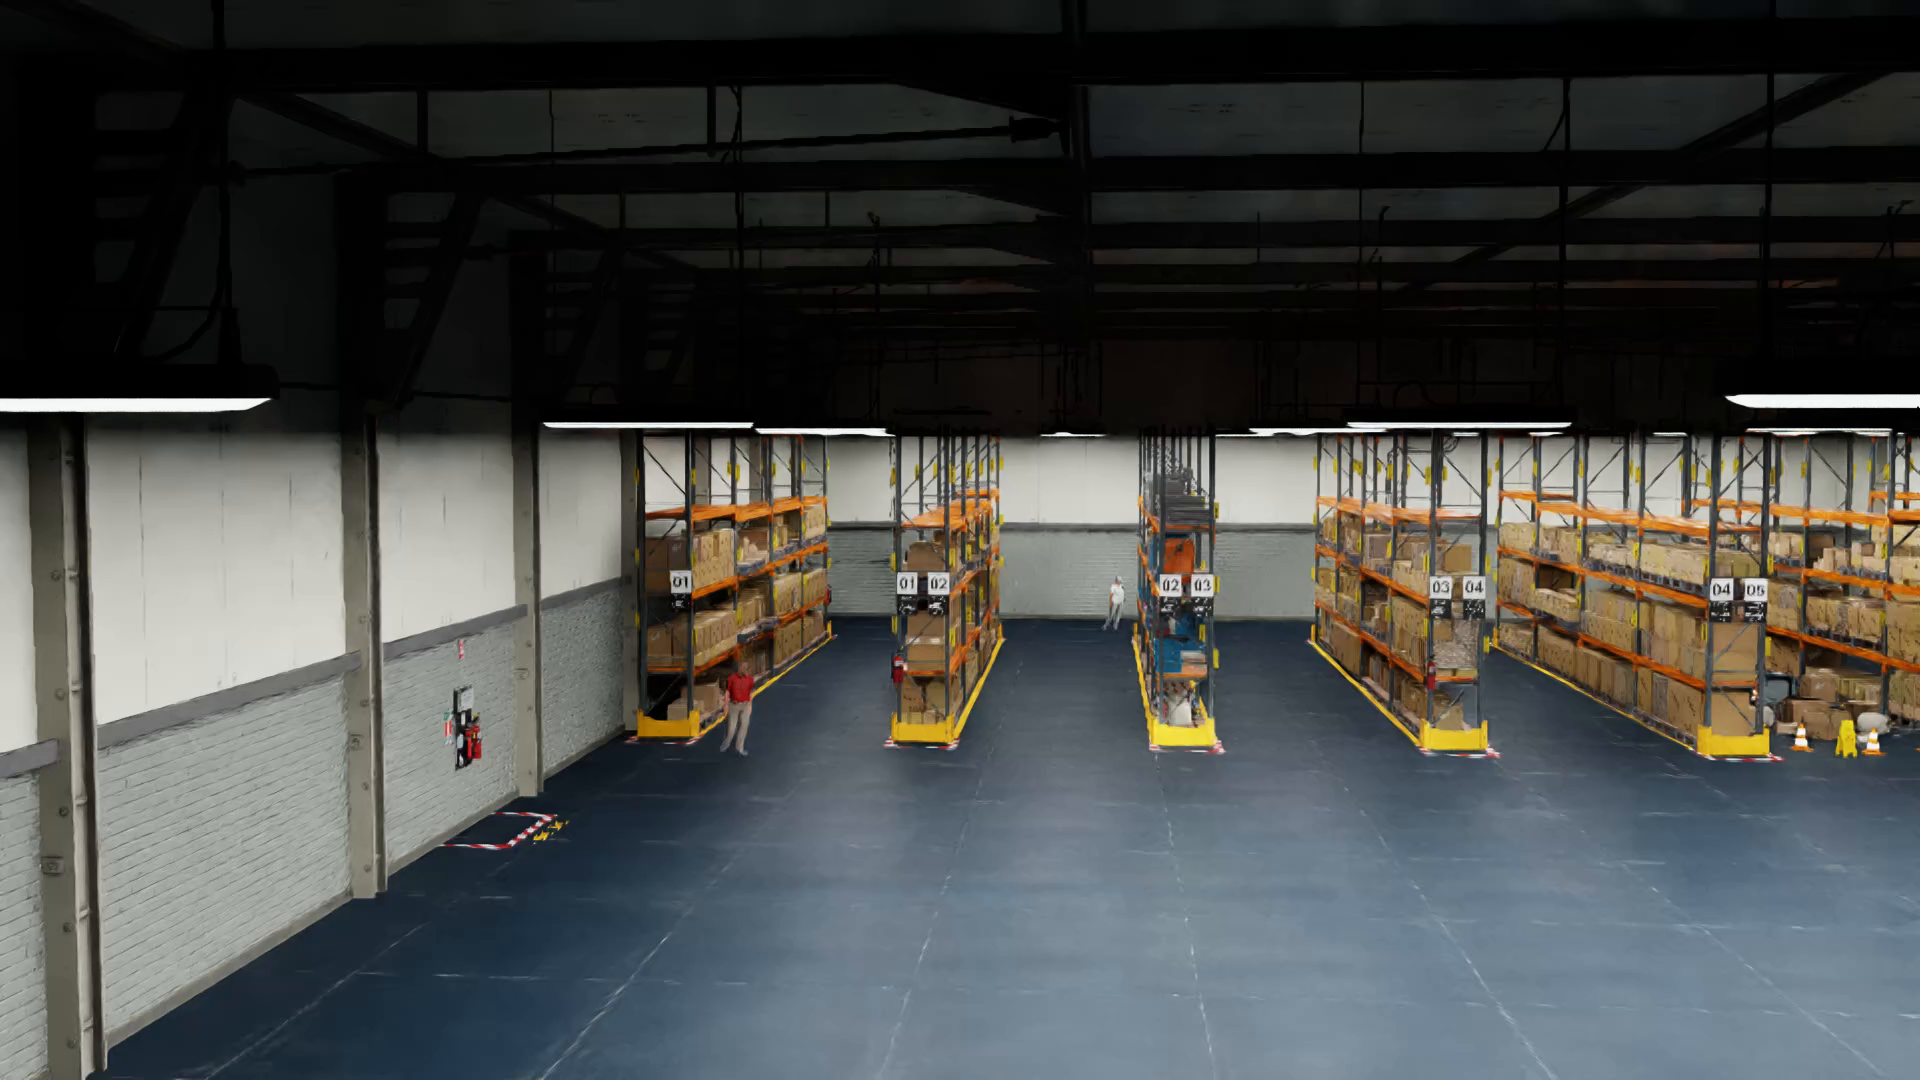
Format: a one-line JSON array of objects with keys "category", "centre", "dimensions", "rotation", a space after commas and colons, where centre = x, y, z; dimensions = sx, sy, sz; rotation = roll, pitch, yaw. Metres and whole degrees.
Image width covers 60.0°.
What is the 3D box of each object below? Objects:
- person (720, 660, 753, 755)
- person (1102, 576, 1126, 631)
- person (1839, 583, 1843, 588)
[{"category": "person", "centre": [-4.060, 3.028, 30.217], "dimensions": [0.596, 1.715, 0.561], "rotation": [-2, 4, -32]}, {"category": "person", "centre": [4.588, 1.881, 49.548], "dimensions": [0.655, 1.655, 0.531], "rotation": [-3, 4, -36]}, {"category": "person", "centre": [24.808, 2.044, 46.615], "dimensions": [0.386, 1.666, 0.564], "rotation": [-2, 4, -27]}]
